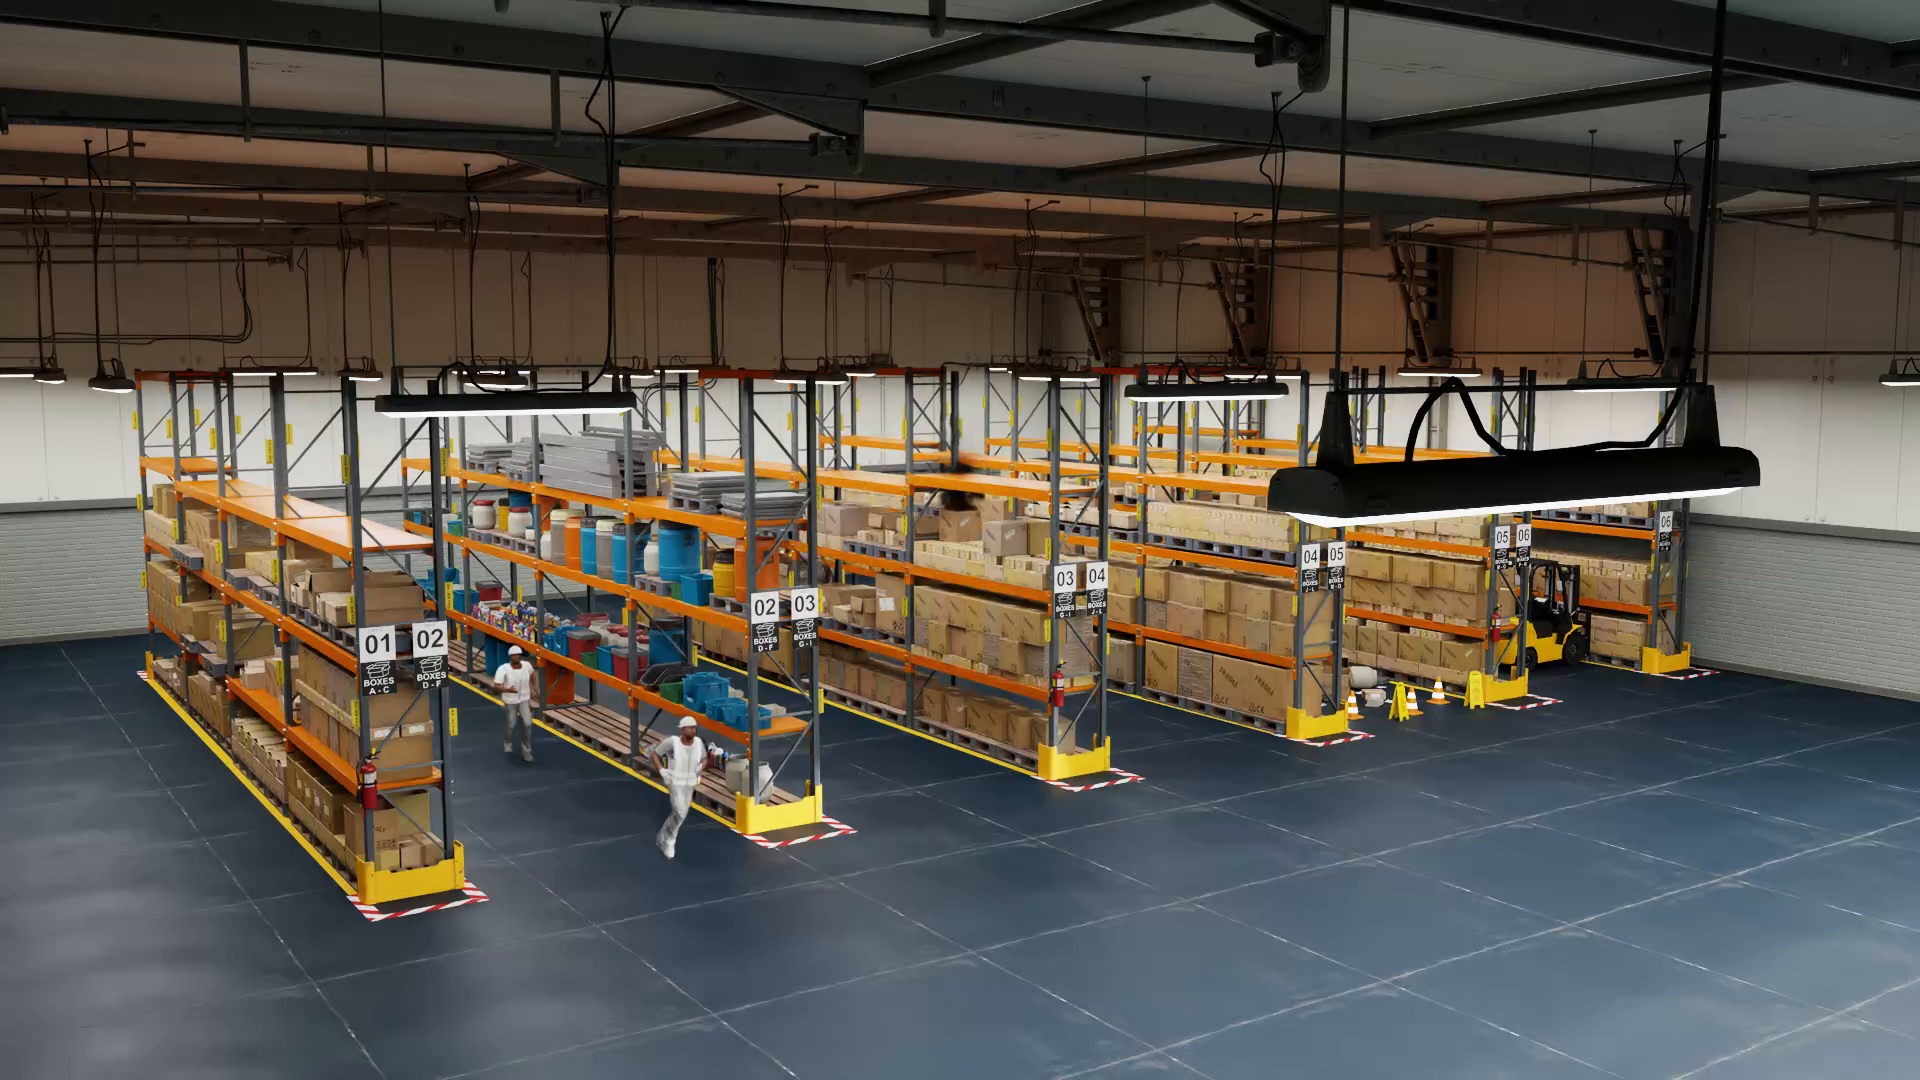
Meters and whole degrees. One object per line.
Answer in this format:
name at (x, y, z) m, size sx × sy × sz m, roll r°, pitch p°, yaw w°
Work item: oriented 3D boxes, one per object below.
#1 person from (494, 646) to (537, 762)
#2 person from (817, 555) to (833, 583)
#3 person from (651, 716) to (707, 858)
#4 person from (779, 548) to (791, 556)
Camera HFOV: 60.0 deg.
person at (-6.899, 2.550, 25.901) m, size 0.724 × 1.848 × 0.757 m, roll -4°, pitch 8°, yaw -32°
person at (-3.216, 1.185, 38.082) m, size 0.733 × 1.750 × 0.702 m, roll -4°, pitch 7°, yaw -29°
person at (-3.538, 3.106, 21.137) m, size 0.705 × 1.764 × 0.676 m, roll -6°, pitch 9°, yaw -43°
person at (-4.323, 0.872, 40.613) m, size 0.754 × 1.728 × 0.941 m, roll 4°, pitch 8°, yaw 33°
